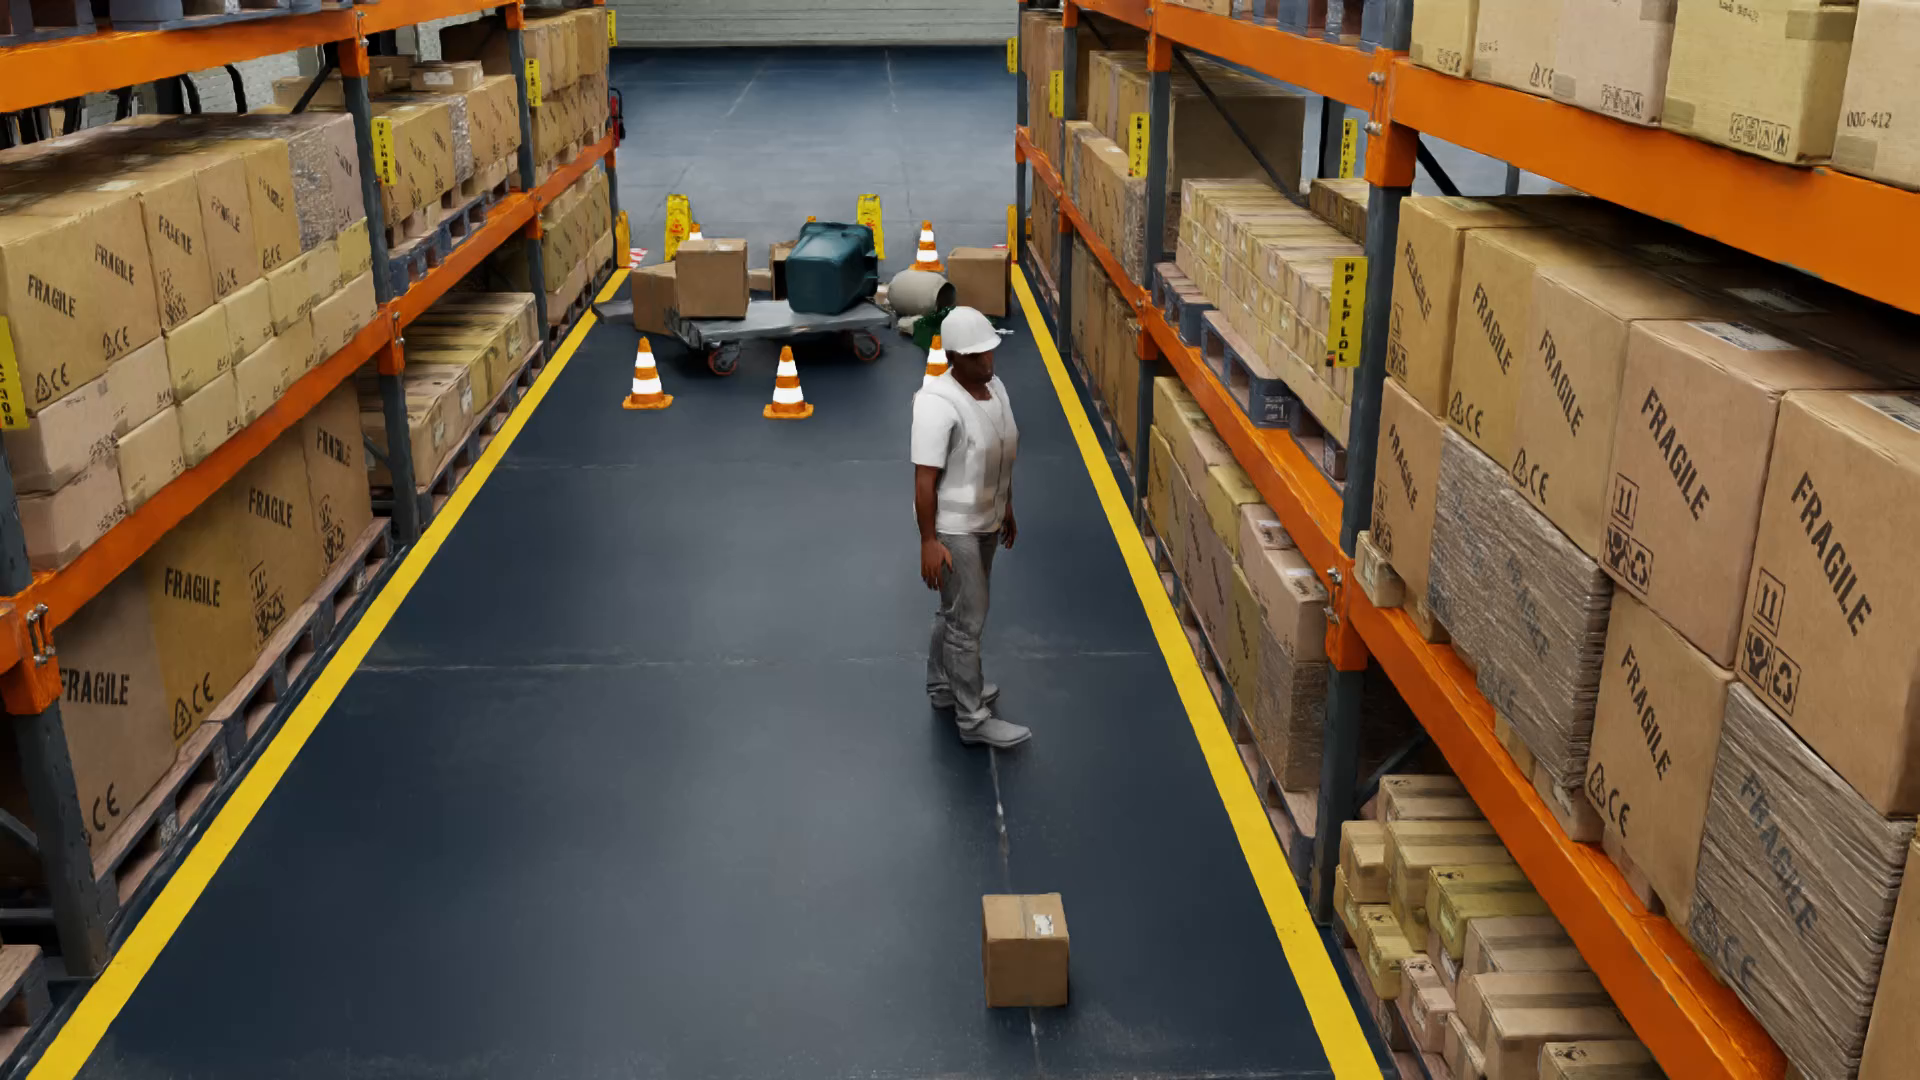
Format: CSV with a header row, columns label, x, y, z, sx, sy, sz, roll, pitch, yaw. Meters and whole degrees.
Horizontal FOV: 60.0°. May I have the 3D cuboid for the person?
label,x,y,z,sx,sy,sz,roll,pitch,yaw
person,0.068,-0.050,6.605,0.571,1.763,0.675,10,22,24
